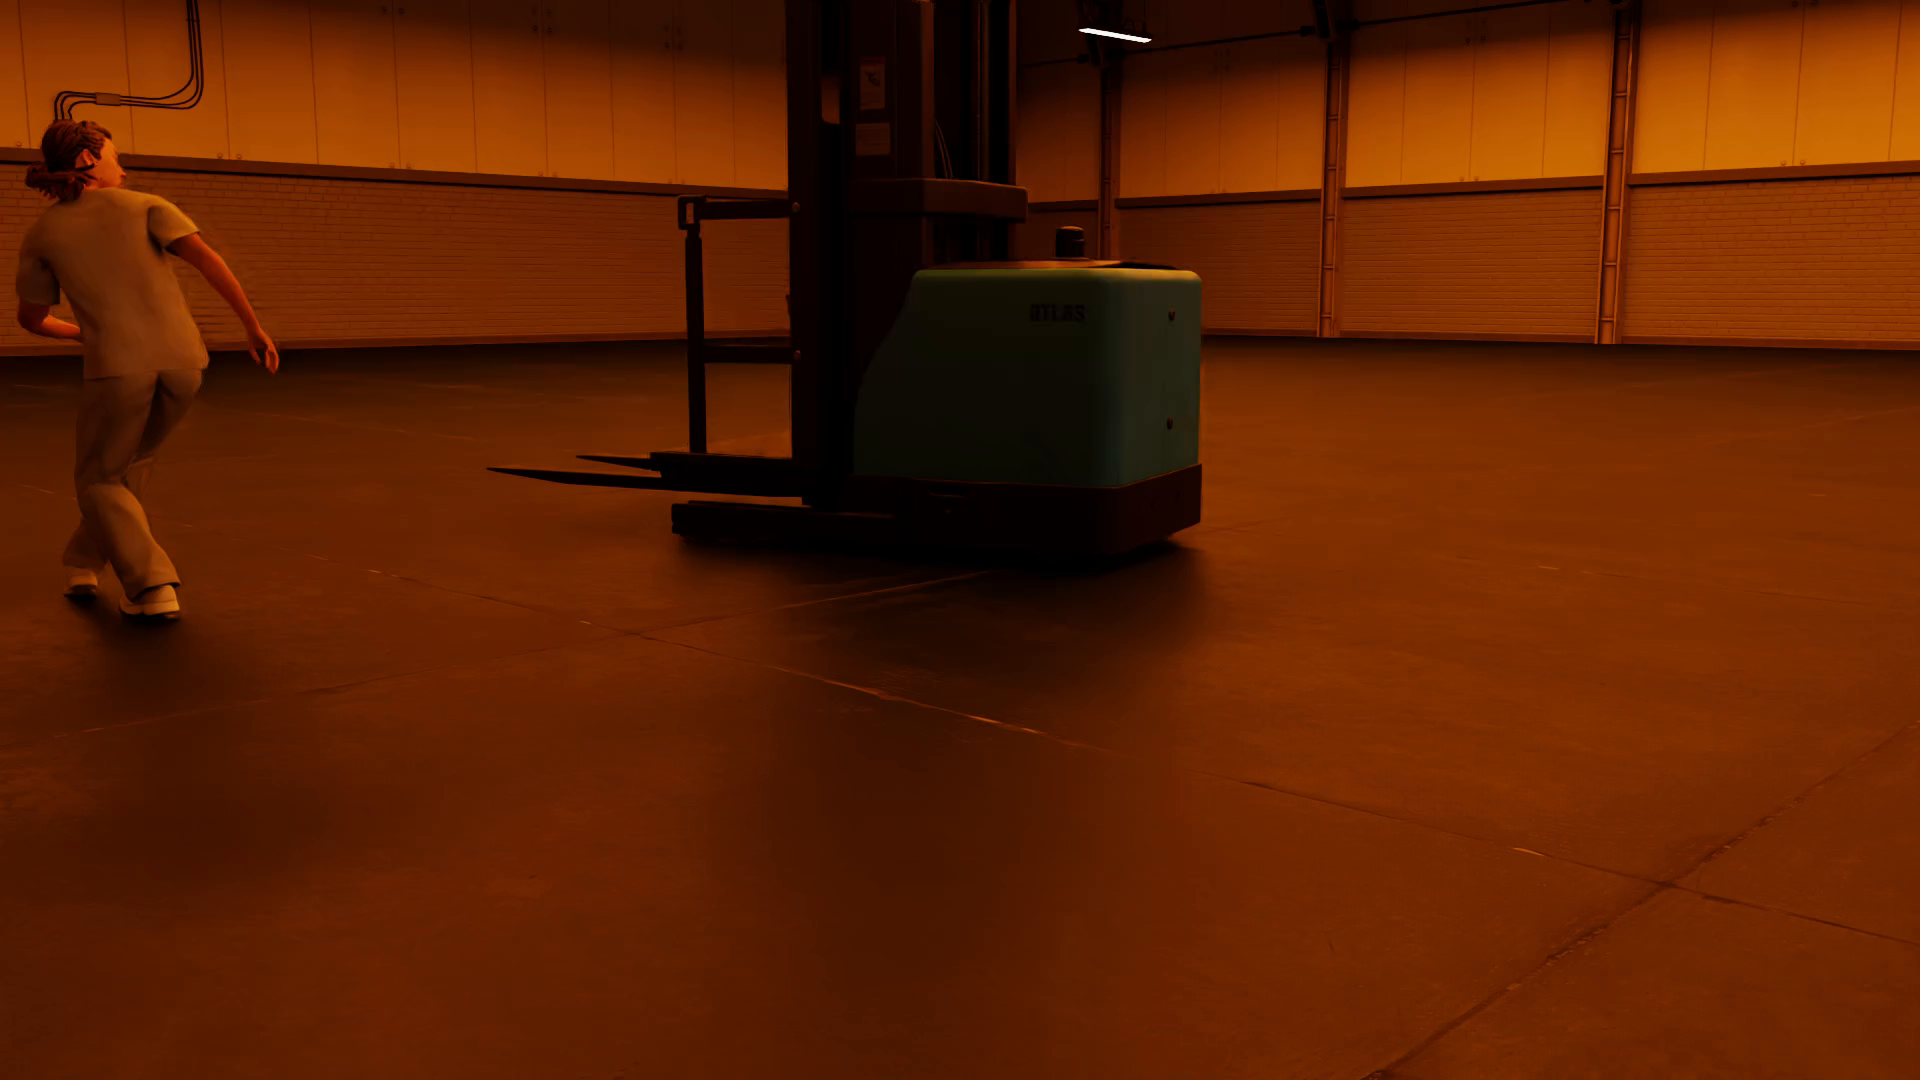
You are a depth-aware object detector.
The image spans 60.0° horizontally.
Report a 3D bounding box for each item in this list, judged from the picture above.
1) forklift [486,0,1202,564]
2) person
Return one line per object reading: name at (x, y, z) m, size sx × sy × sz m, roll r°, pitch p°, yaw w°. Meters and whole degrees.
forklift at (-0.584, -1.490, 6.767) m, size 3.031 × 2.935 × 1.130 m, roll 4°, pitch 10°, yaw 26°
person at (-2.587, -0.549, 5.280) m, size 0.676 × 1.519 × 0.748 m, roll -6°, pitch 11°, yaw -35°
